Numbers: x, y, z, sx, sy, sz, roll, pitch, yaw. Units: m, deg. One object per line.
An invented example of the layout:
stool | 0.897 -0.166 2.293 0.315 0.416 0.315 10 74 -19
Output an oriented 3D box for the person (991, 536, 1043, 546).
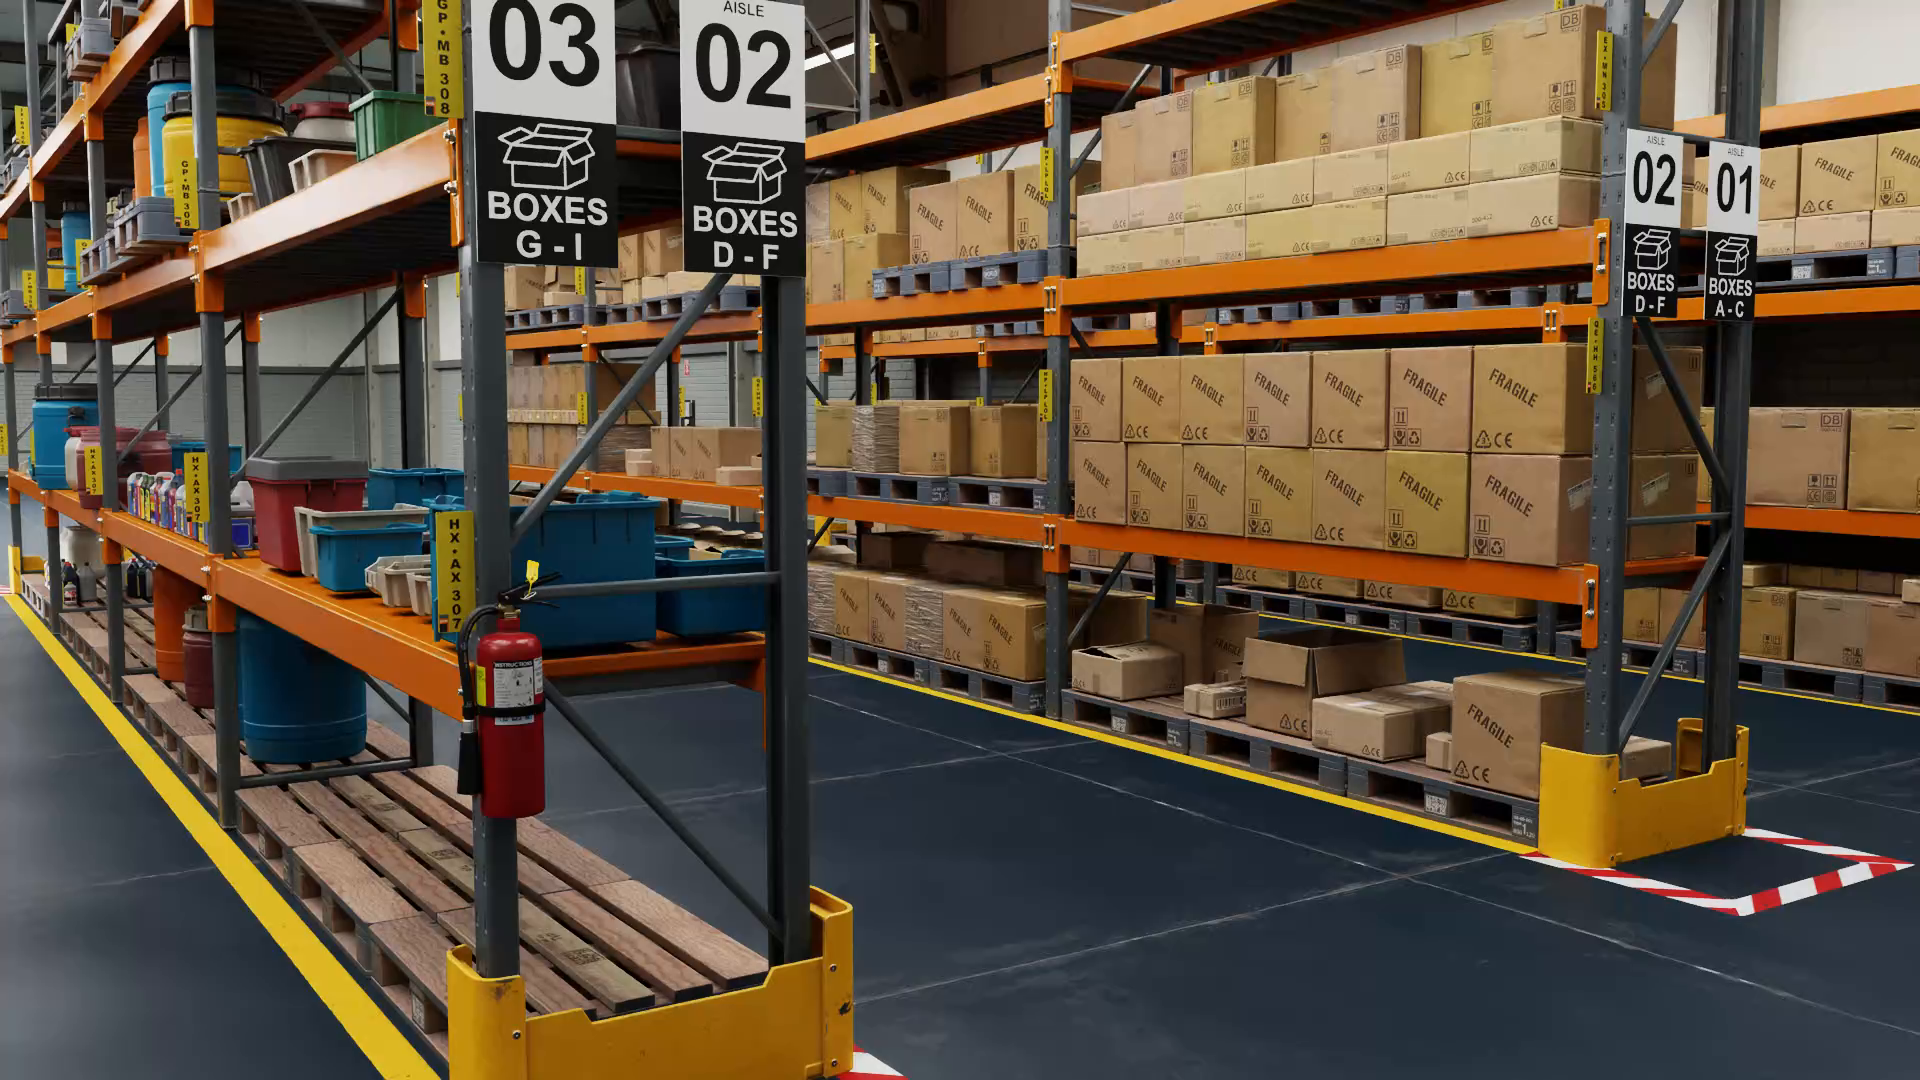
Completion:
person | 0.560 0.054 14.313 0.571 1.600 0.913 -4 6 -38
